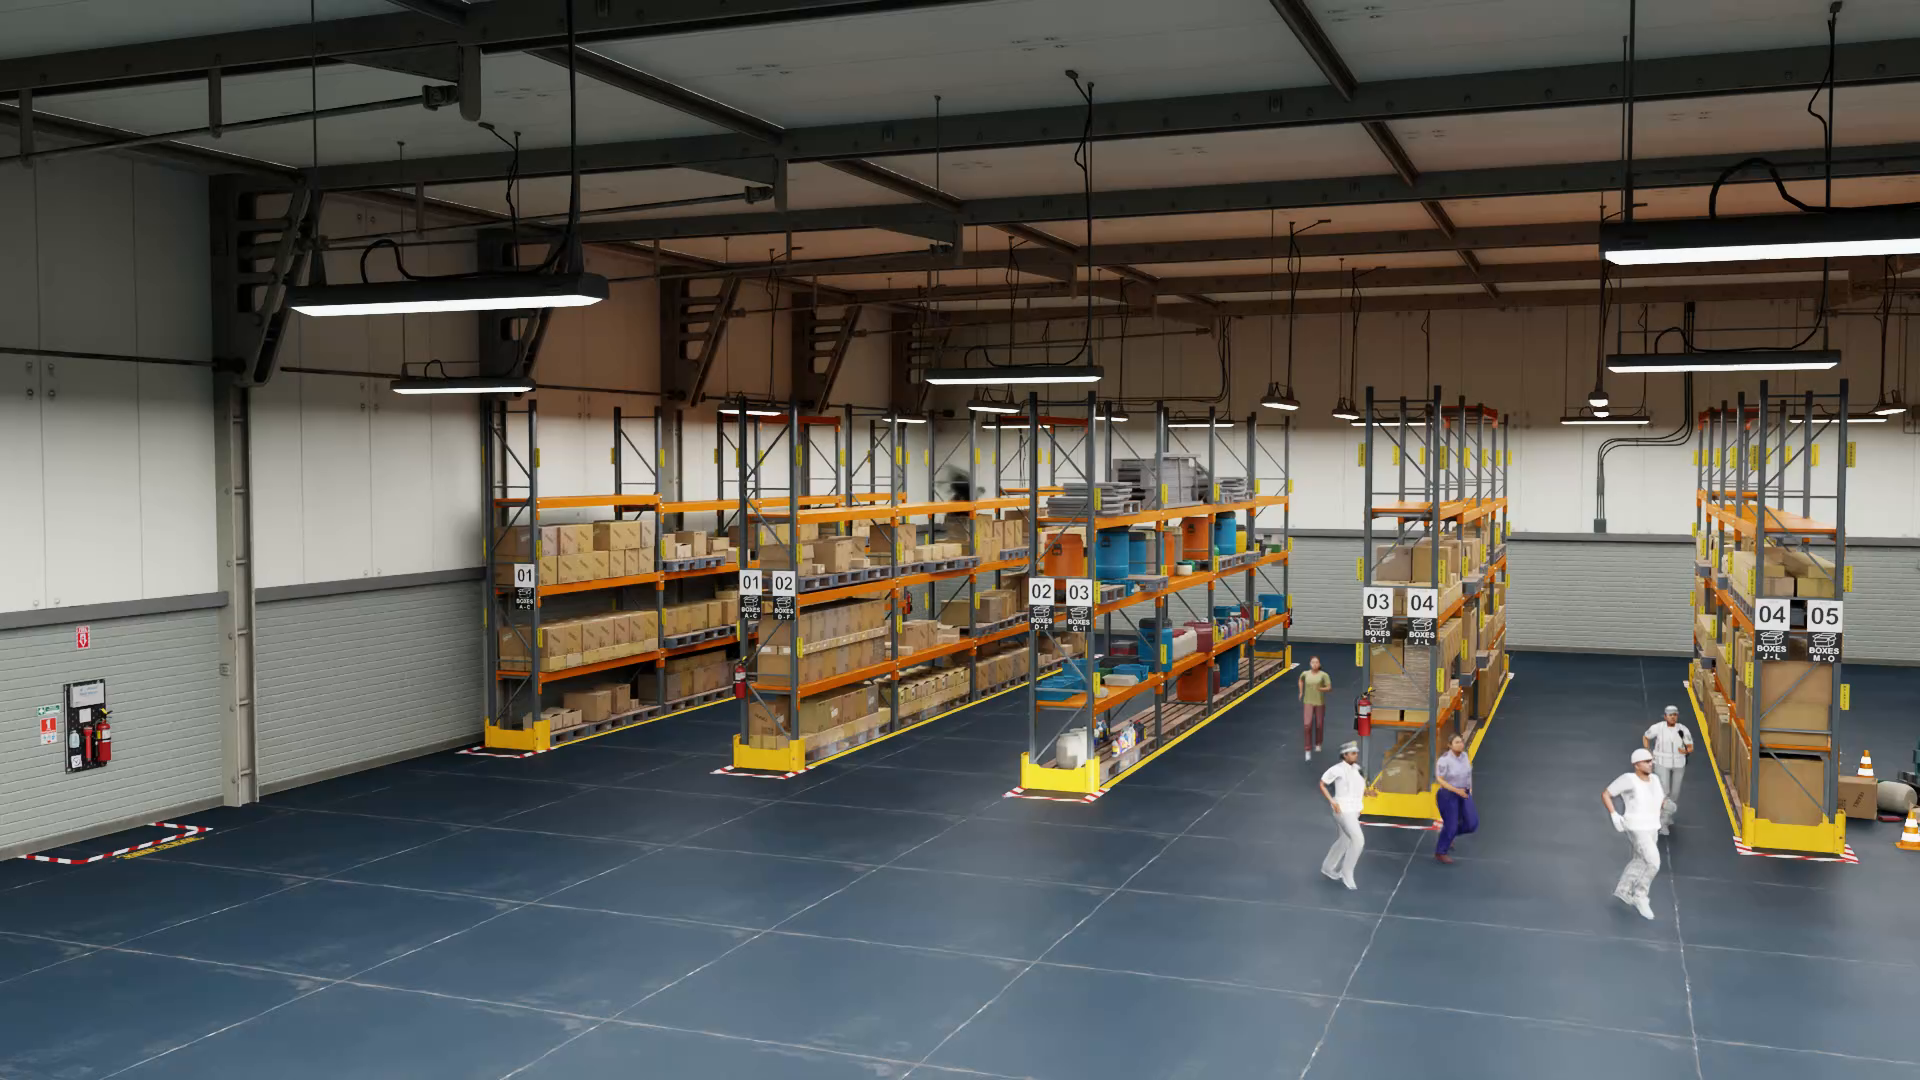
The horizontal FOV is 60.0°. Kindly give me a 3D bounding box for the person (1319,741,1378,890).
[{"bbox_3d":[4.542,3.208,19.453,0.716,1.739,0.551,3,4,43],"label":"person"}]

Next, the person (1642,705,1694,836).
[{"bbox_3d":[9.509,3.075,22.300,0.581,1.730,0.744,0,3,7],"label":"person"}]

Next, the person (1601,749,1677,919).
[{"bbox_3d":[7.500,3.211,18.273,0.659,1.832,0.758,-2,3,-33],"label":"person"}]

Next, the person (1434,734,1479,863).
[{"bbox_3d":[6.153,3.195,20.550,0.635,1.608,0.606,-1,3,-24],"label":"person"}]

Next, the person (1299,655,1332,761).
[{"bbox_3d":[5.933,2.781,27.815,0.552,1.715,0.830,1,3,14],"label":"person"}]
